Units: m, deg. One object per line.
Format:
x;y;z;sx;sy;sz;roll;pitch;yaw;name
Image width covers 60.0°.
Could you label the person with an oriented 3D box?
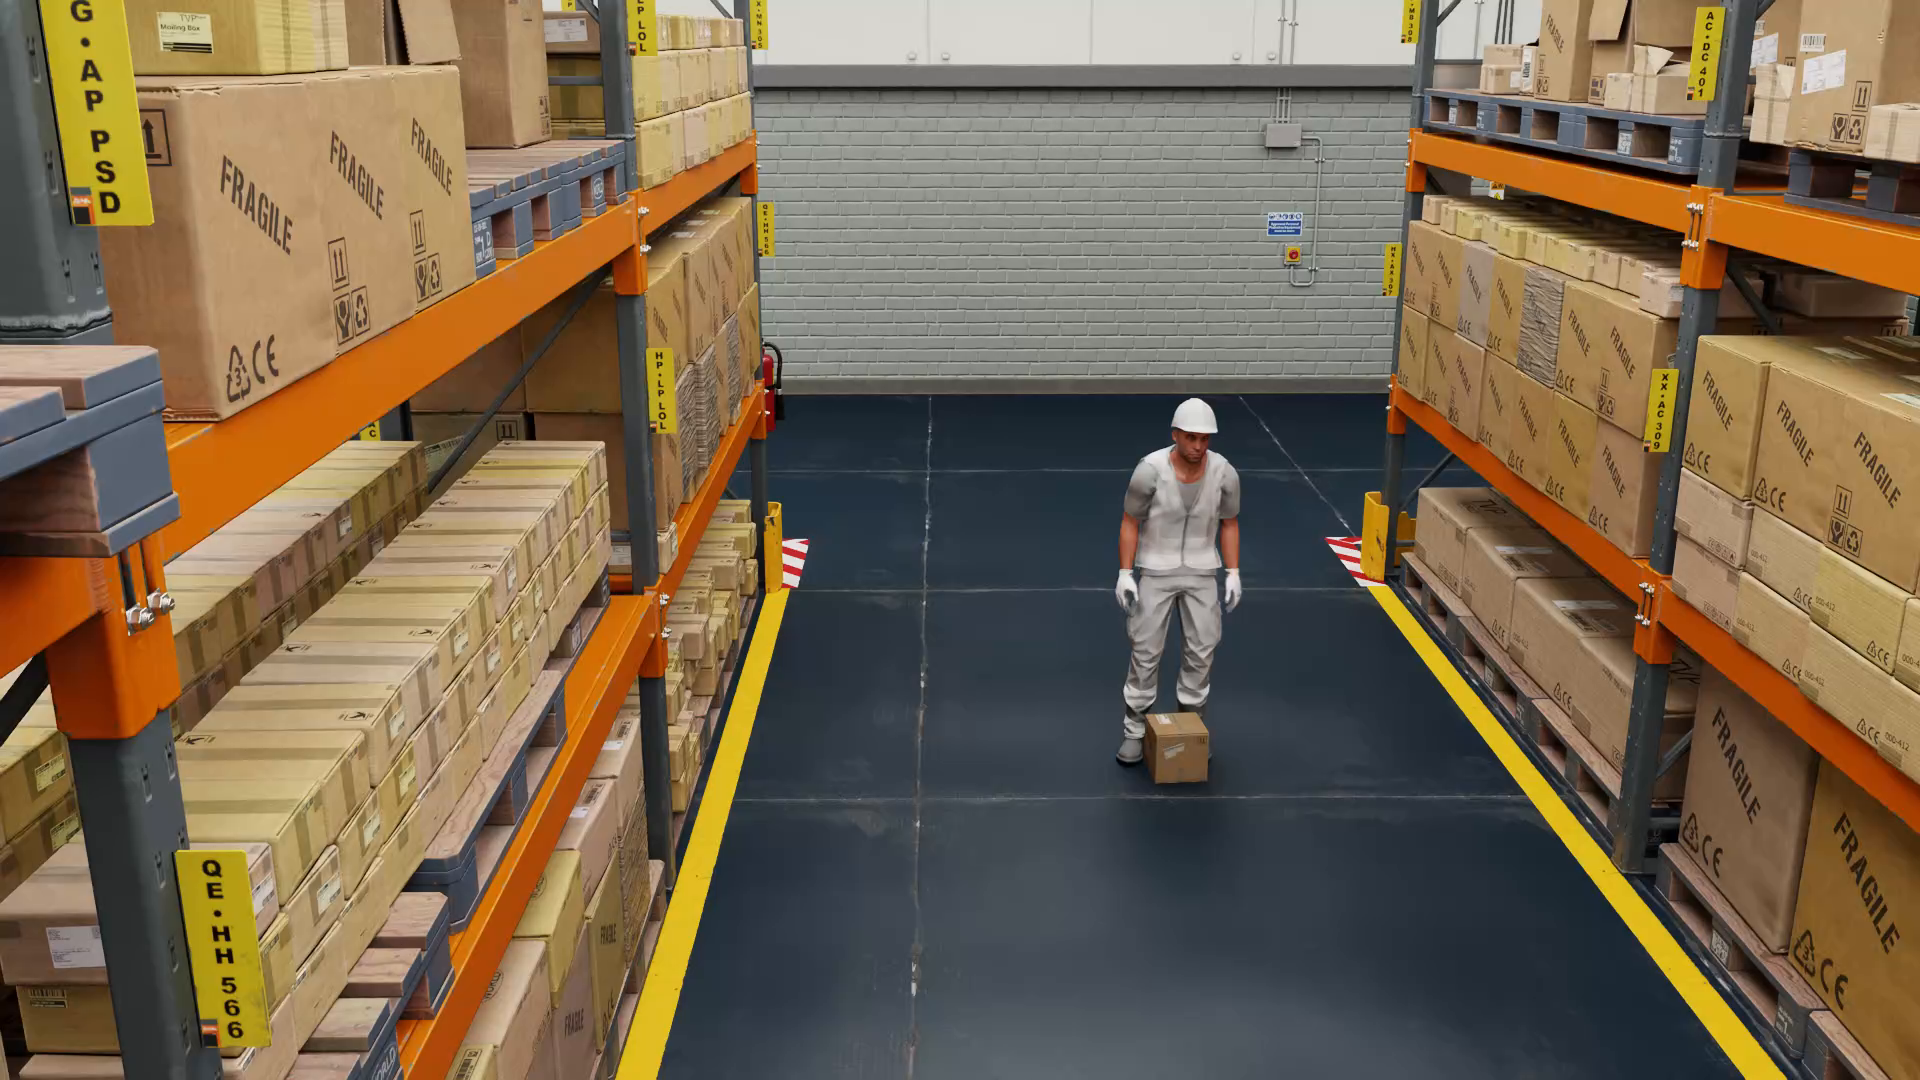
1.041;0.191;7.894;0.615;1.778;0.453;-1;17;-4;person
